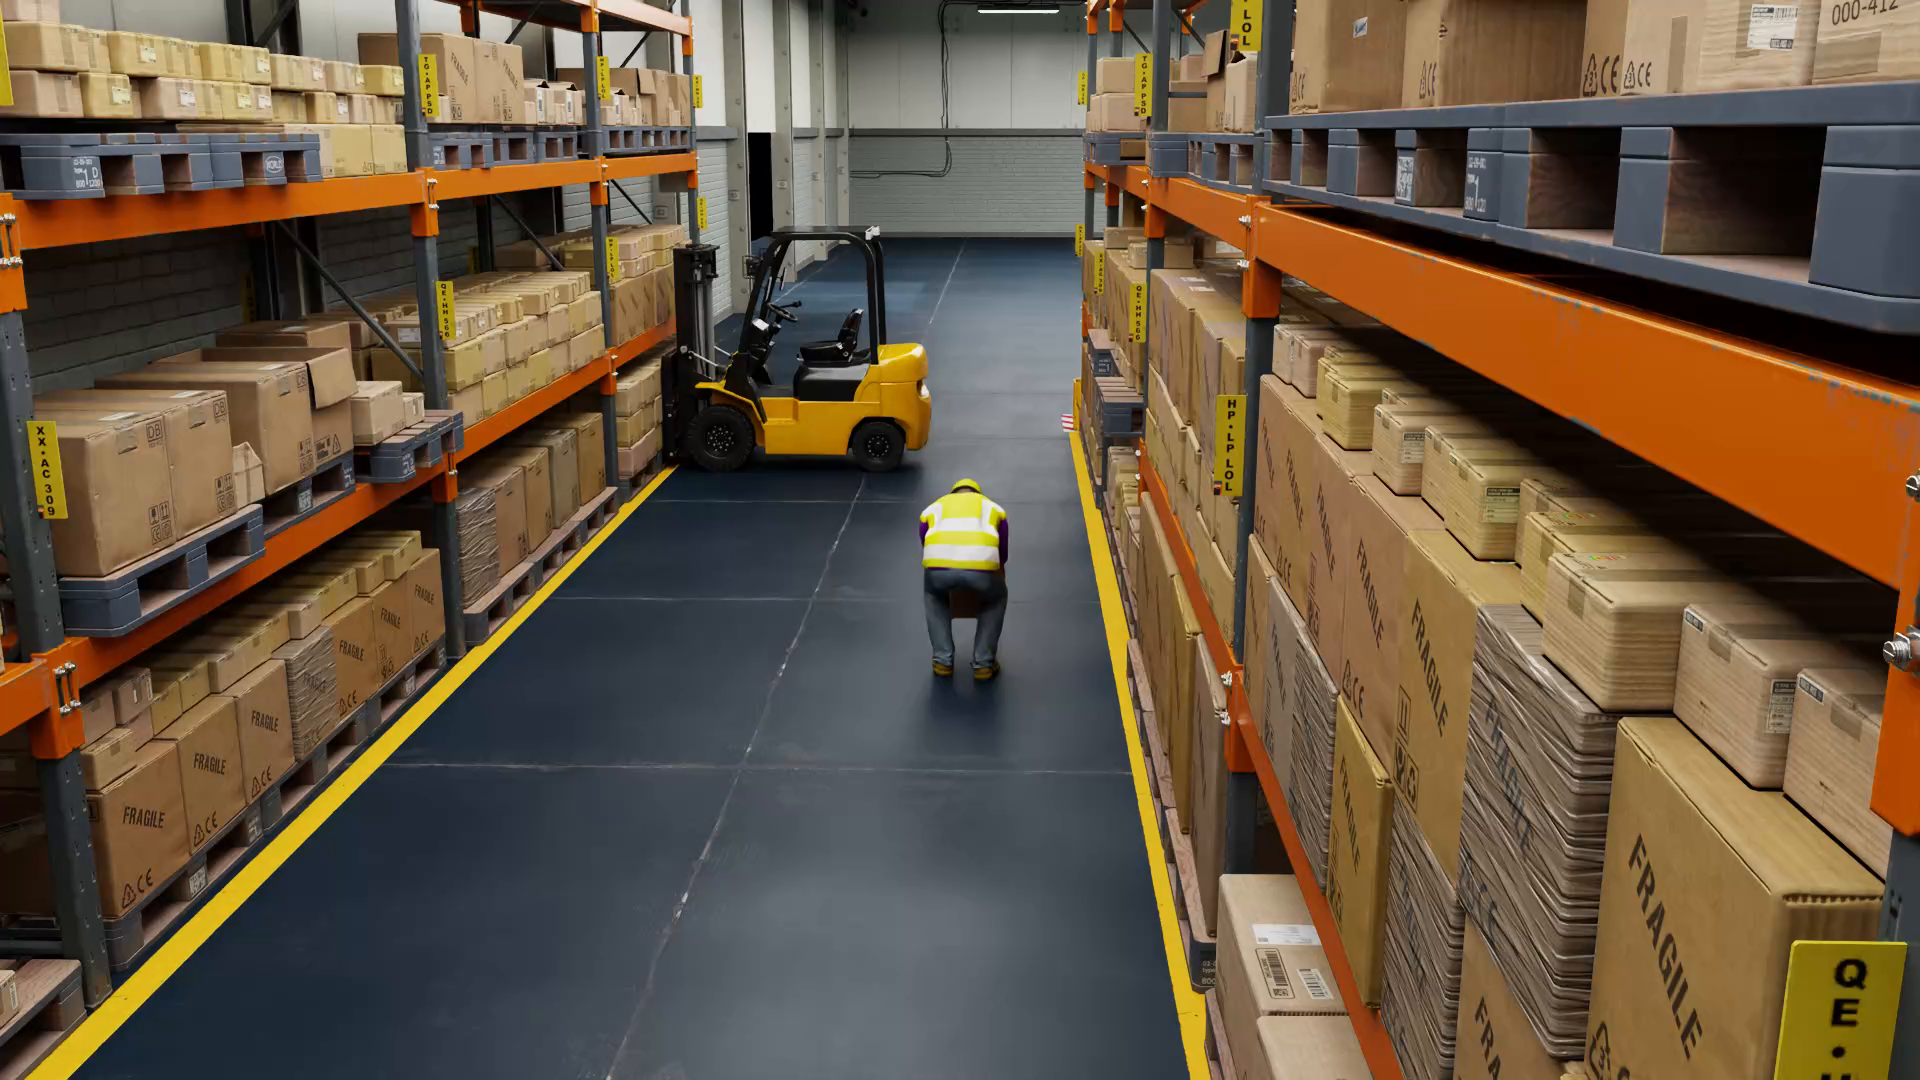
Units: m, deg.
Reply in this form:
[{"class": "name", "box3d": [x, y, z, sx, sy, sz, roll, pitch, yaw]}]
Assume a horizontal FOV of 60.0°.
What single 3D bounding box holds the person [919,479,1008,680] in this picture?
[{"class": "person", "box3d": [0.016, 0.225, 9.594, 0.524, 1.022, 0.962, 1, 14, 5]}]
